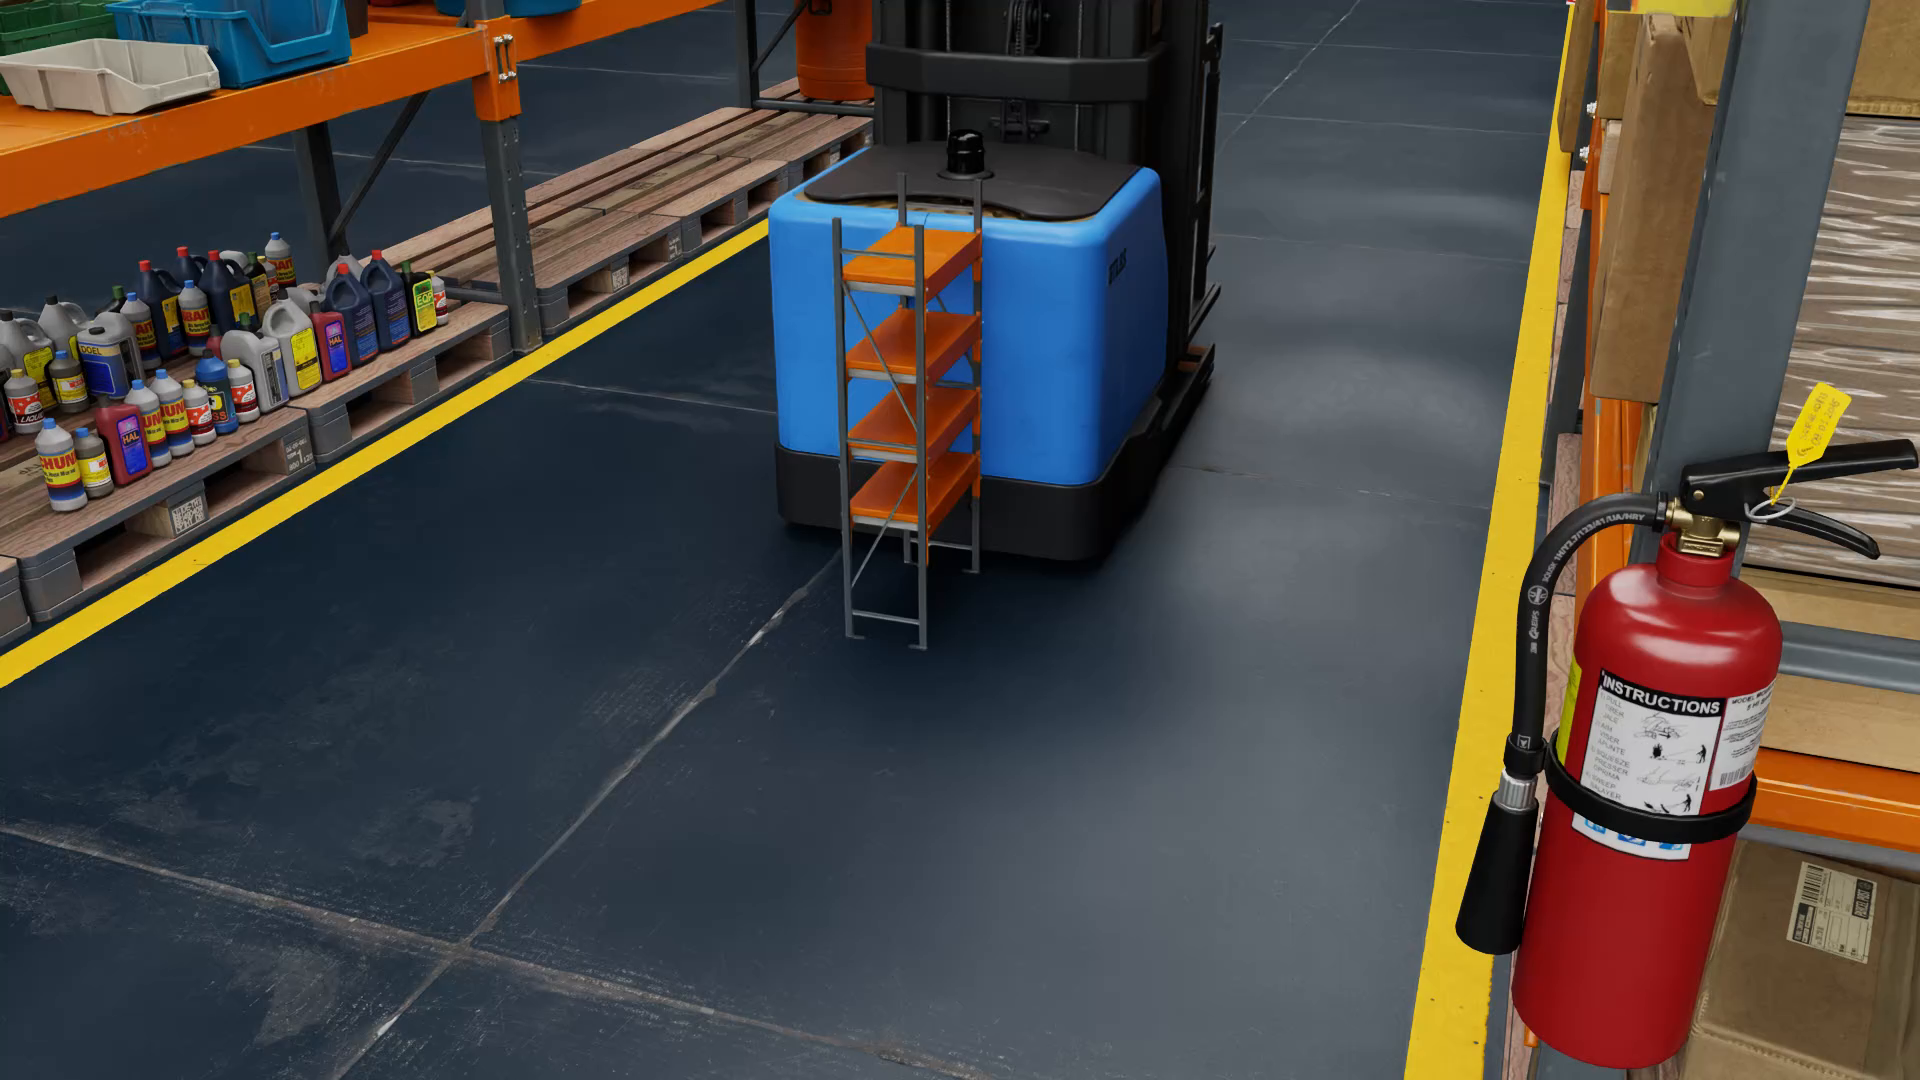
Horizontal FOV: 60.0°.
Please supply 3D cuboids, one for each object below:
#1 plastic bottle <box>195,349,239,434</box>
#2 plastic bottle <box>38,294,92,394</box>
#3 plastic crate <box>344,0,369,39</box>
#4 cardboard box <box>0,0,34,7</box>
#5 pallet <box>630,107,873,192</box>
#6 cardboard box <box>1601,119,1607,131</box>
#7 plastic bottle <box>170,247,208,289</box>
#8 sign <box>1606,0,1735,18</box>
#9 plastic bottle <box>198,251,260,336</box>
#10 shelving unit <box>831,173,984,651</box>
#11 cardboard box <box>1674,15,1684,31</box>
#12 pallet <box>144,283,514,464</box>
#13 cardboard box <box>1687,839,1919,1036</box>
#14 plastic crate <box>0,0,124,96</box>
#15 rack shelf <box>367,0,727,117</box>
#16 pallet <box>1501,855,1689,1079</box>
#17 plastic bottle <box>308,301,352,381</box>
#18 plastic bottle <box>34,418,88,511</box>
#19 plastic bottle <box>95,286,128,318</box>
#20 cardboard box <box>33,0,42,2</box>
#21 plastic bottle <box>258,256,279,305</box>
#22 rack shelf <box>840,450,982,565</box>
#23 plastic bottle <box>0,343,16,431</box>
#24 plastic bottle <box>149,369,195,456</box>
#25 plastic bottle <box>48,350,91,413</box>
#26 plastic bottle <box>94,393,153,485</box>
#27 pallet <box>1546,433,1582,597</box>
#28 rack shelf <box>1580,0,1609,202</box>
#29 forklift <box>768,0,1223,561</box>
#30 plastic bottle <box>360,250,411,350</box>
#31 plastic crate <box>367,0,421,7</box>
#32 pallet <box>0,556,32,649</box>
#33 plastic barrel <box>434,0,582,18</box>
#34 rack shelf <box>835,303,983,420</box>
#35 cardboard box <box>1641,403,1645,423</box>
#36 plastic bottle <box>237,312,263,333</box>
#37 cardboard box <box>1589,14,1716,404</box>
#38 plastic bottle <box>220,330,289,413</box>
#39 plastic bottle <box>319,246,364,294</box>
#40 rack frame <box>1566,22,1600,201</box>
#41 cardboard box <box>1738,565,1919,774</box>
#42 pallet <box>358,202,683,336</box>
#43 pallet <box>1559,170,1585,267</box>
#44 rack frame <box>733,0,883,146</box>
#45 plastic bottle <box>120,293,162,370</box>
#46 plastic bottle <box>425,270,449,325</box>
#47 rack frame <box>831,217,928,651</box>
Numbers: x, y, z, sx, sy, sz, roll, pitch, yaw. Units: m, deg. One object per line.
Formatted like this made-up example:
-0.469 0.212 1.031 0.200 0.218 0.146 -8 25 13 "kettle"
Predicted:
-2.442 -0.493 5.453 0.097 0.271 0.097 0 26 0 "plastic bottle"
-3.087 -0.684 5.755 0.144 0.351 0.185 9 27 17 "plastic bottle"
-2.517 -1.977 5.963 0.767 0.338 0.504 9 27 17 "plastic crate"
-6.180 -3.380 10.818 0.500 0.311 0.500 8 27 16 "cardboard box"
-1.186 -2.278 9.712 1.003 0.211 1.213 9 27 17 "pallet"
1.997 -1.225 4.626 0.380 0.149 0.250 9 27 17 "cardboard box"
-2.883 -0.936 6.276 0.144 0.351 0.185 10 27 19 "plastic bottle"
0.600 -0.592 1.339 0.100 0.325 0.005 9 27 17 "sign"
-2.747 -0.915 6.233 0.144 0.351 0.185 9 27 17 "plastic bottle"
-0.130 -0.352 4.600 0.258 1.200 0.503 8 27 16 "shelving unit"
1.228 -0.937 2.139 0.500 0.500 0.500 9 27 17 "cardboard box"
-2.486 -0.677 6.406 1.003 0.211 1.213 9 27 17 "pallet"
1.507 0.591 2.973 0.500 0.500 0.500 17 30 31 "cardboard box"
-2.941 -1.590 5.334 0.450 0.188 0.662 9 27 17 "plastic crate"
-1.557 -2.700 8.210 1.077 0.370 4.000 9 27 17 "rack shelf"
1.446 1.055 2.828 1.003 0.211 1.213 9 27 17 "pallet"
-2.244 -0.719 5.905 0.061 0.283 0.133 11 28 21 "plastic bottle"
-2.657 -0.228 4.905 0.097 0.271 0.097 0 26 0 "plastic bottle"
-3.040 -0.766 6.003 0.061 0.283 0.133 10 28 20 "plastic bottle"
-5.671 -3.304 10.661 0.500 0.311 0.500 8 27 17 "cardboard box"
-2.776 -1.031 6.644 0.097 0.201 0.097 0 26 0 "plastic bottle"
-0.130 -0.113 4.716 0.258 0.148 0.480 8 27 16 "rack shelf"
-3.200 -0.505 5.472 0.152 0.276 0.135 8 27 16 "plastic bottle"
-2.510 -0.410 5.281 0.097 0.271 0.097 0 26 0 "plastic bottle"
-3.021 -0.541 5.631 0.097 0.201 0.097 0 26 0 "plastic bottle"
-2.564 -0.324 5.089 0.061 0.283 0.133 9 27 18 "plastic bottle"
2.257 0.053 4.899 1.003 0.211 1.213 9 27 17 "pallet"
3.113 -1.982 6.726 1.077 0.370 4.000 9 27 17 "rack shelf"
0.360 -1.877 5.764 1.130 2.935 3.031 8 27 16 "forklift"
-2.166 -0.901 6.204 0.144 0.351 0.185 8 27 16 "plastic bottle"
-2.350 -2.474 6.844 0.402 0.464 0.583 9 27 17 "plastic crate"
-3.298 0.326 4.335 1.003 0.211 1.213 9 27 17 "pallet"
-1.809 -2.542 6.483 0.600 0.901 0.708 9 27 17 "plastic barrel"
-0.130 -0.493 4.532 0.258 0.148 0.480 8 27 16 "rack shelf"
1.233 -0.187 2.483 0.380 0.149 0.250 9 27 17 "cardboard box"
-2.442 -0.664 5.791 0.061 0.283 0.133 9 27 17 "plastic bottle"
1.379 -0.464 2.309 0.875 0.500 0.500 9 27 17 "cardboard box"
-2.395 -0.590 5.647 0.152 0.276 0.135 9 27 18 "plastic bottle"
-2.301 -0.922 6.247 0.144 0.351 0.185 9 27 17 "plastic bottle"
3.779 -3.127 8.267 1.000 3.000 0.127 9 27 17 "rack frame"
1.017 0.126 1.836 0.380 0.149 0.250 9 27 17 "cardboard box"
-1.998 -1.275 7.641 1.003 0.211 1.213 9 27 17 "pallet"
3.517 -1.551 8.212 1.003 0.211 1.213 9 27 17 "pallet"
-0.892 -3.846 9.751 1.000 3.000 0.127 9 27 17 "rack frame"
-2.959 -0.757 5.997 0.097 0.271 0.097 0 26 0 "plastic bottle"
-2.050 -0.946 6.468 0.097 0.201 0.097 0 26 0 "plastic bottle"
-0.205 -0.251 4.391 0.240 1.200 0.015 8 27 16 "rack frame"
